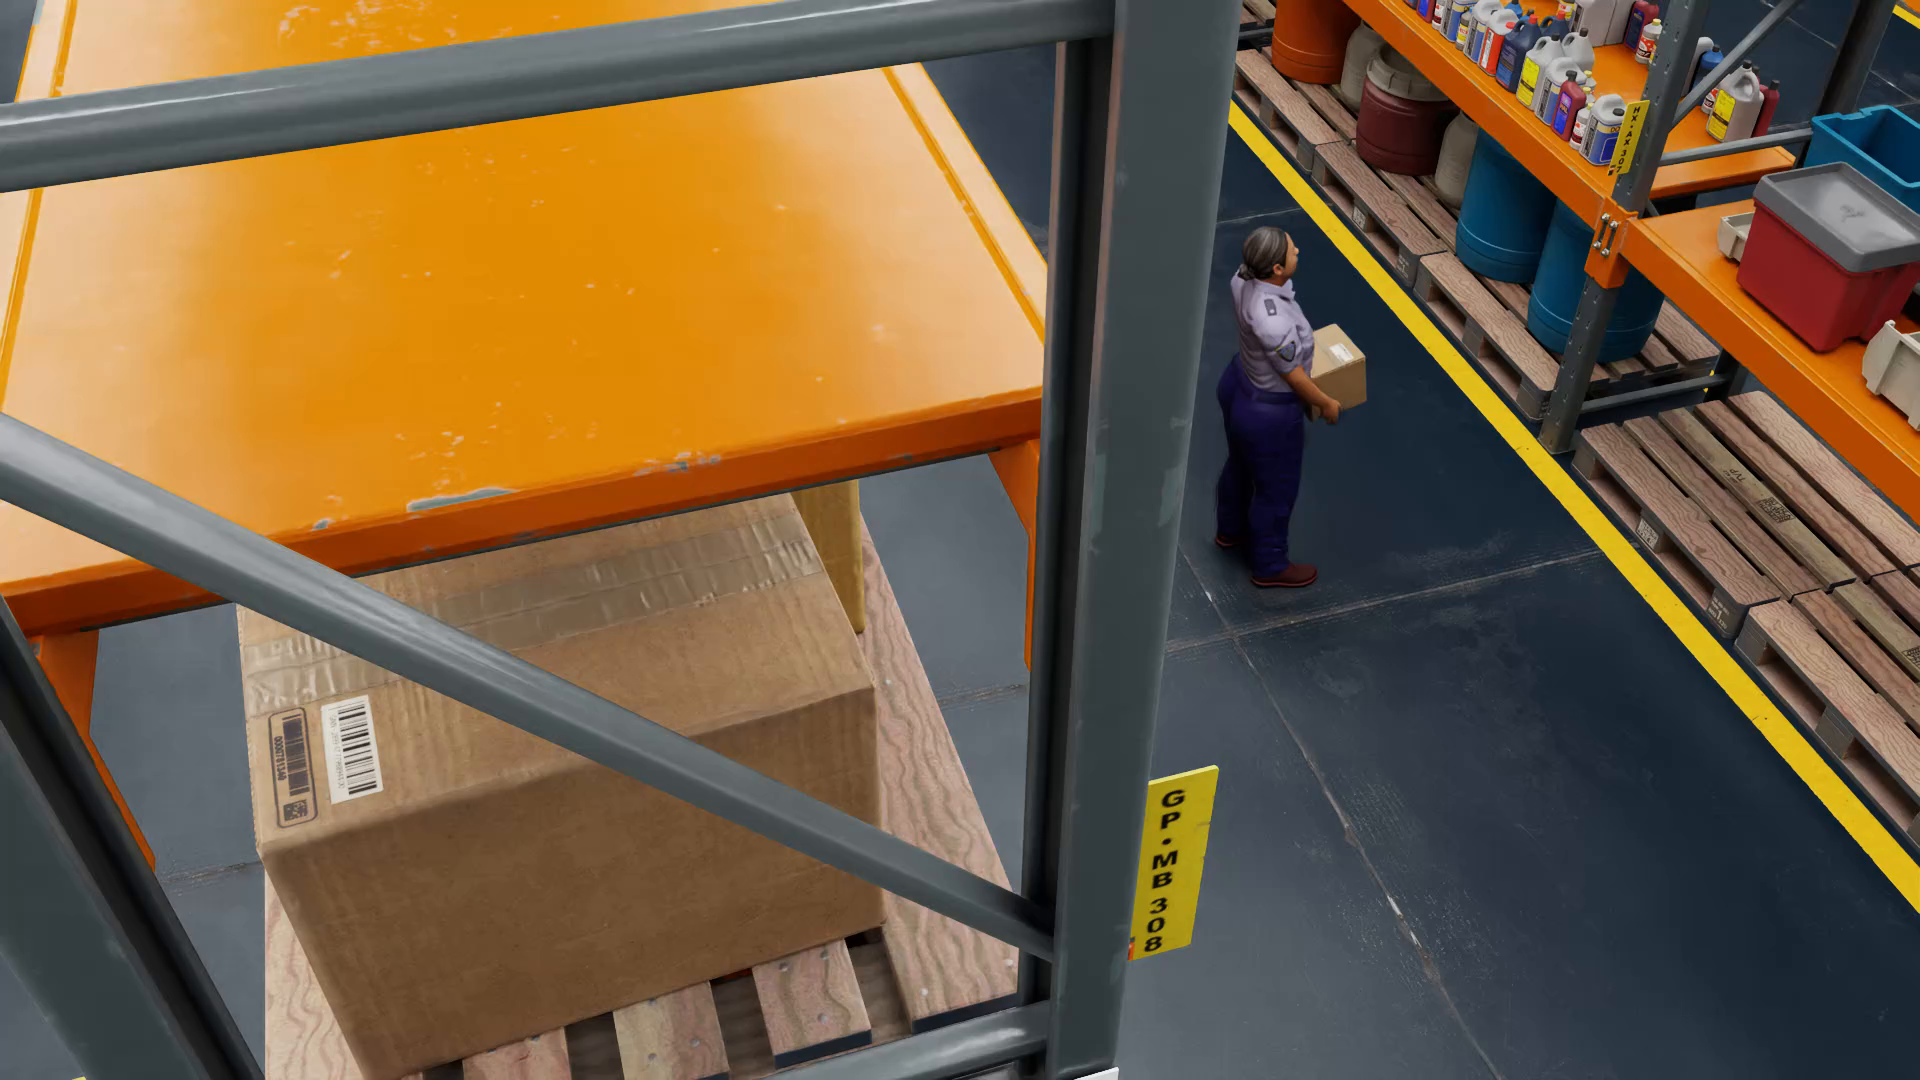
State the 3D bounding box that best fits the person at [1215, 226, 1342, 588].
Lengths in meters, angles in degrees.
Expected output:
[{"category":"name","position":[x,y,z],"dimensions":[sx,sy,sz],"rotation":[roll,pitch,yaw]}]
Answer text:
[{"category":"person","position":[1.294,-0.553,6.787],"dimensions":[0.475,1.650,0.509],"rotation":[-7,43,-7]}]
